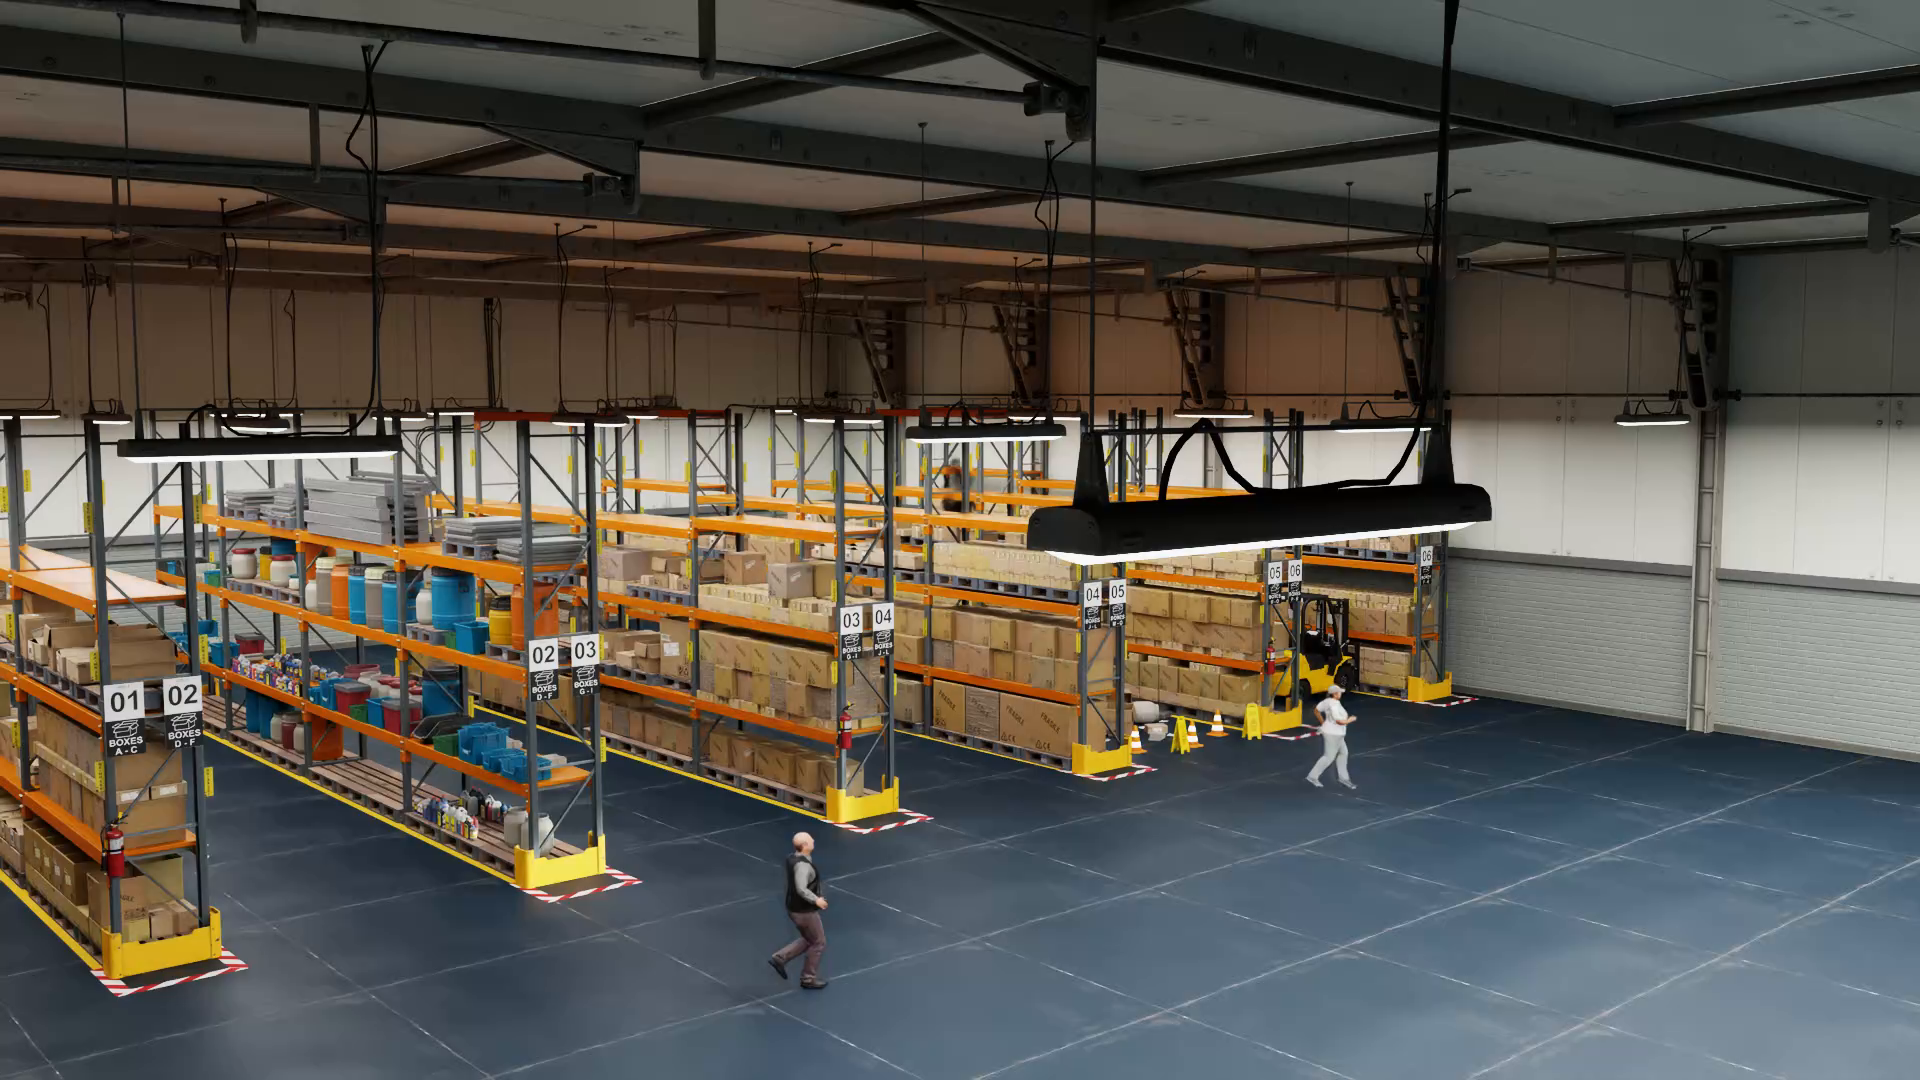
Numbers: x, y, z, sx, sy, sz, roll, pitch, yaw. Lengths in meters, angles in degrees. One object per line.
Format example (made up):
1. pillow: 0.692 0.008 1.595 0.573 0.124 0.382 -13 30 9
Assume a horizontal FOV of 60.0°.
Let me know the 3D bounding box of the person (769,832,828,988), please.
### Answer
1. person: -1.707 3.939 17.650 0.618 1.696 0.669 -2 5 -20

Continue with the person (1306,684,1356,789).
1. person: 5.953 3.157 26.607 0.826 1.715 0.580 0 5 2
